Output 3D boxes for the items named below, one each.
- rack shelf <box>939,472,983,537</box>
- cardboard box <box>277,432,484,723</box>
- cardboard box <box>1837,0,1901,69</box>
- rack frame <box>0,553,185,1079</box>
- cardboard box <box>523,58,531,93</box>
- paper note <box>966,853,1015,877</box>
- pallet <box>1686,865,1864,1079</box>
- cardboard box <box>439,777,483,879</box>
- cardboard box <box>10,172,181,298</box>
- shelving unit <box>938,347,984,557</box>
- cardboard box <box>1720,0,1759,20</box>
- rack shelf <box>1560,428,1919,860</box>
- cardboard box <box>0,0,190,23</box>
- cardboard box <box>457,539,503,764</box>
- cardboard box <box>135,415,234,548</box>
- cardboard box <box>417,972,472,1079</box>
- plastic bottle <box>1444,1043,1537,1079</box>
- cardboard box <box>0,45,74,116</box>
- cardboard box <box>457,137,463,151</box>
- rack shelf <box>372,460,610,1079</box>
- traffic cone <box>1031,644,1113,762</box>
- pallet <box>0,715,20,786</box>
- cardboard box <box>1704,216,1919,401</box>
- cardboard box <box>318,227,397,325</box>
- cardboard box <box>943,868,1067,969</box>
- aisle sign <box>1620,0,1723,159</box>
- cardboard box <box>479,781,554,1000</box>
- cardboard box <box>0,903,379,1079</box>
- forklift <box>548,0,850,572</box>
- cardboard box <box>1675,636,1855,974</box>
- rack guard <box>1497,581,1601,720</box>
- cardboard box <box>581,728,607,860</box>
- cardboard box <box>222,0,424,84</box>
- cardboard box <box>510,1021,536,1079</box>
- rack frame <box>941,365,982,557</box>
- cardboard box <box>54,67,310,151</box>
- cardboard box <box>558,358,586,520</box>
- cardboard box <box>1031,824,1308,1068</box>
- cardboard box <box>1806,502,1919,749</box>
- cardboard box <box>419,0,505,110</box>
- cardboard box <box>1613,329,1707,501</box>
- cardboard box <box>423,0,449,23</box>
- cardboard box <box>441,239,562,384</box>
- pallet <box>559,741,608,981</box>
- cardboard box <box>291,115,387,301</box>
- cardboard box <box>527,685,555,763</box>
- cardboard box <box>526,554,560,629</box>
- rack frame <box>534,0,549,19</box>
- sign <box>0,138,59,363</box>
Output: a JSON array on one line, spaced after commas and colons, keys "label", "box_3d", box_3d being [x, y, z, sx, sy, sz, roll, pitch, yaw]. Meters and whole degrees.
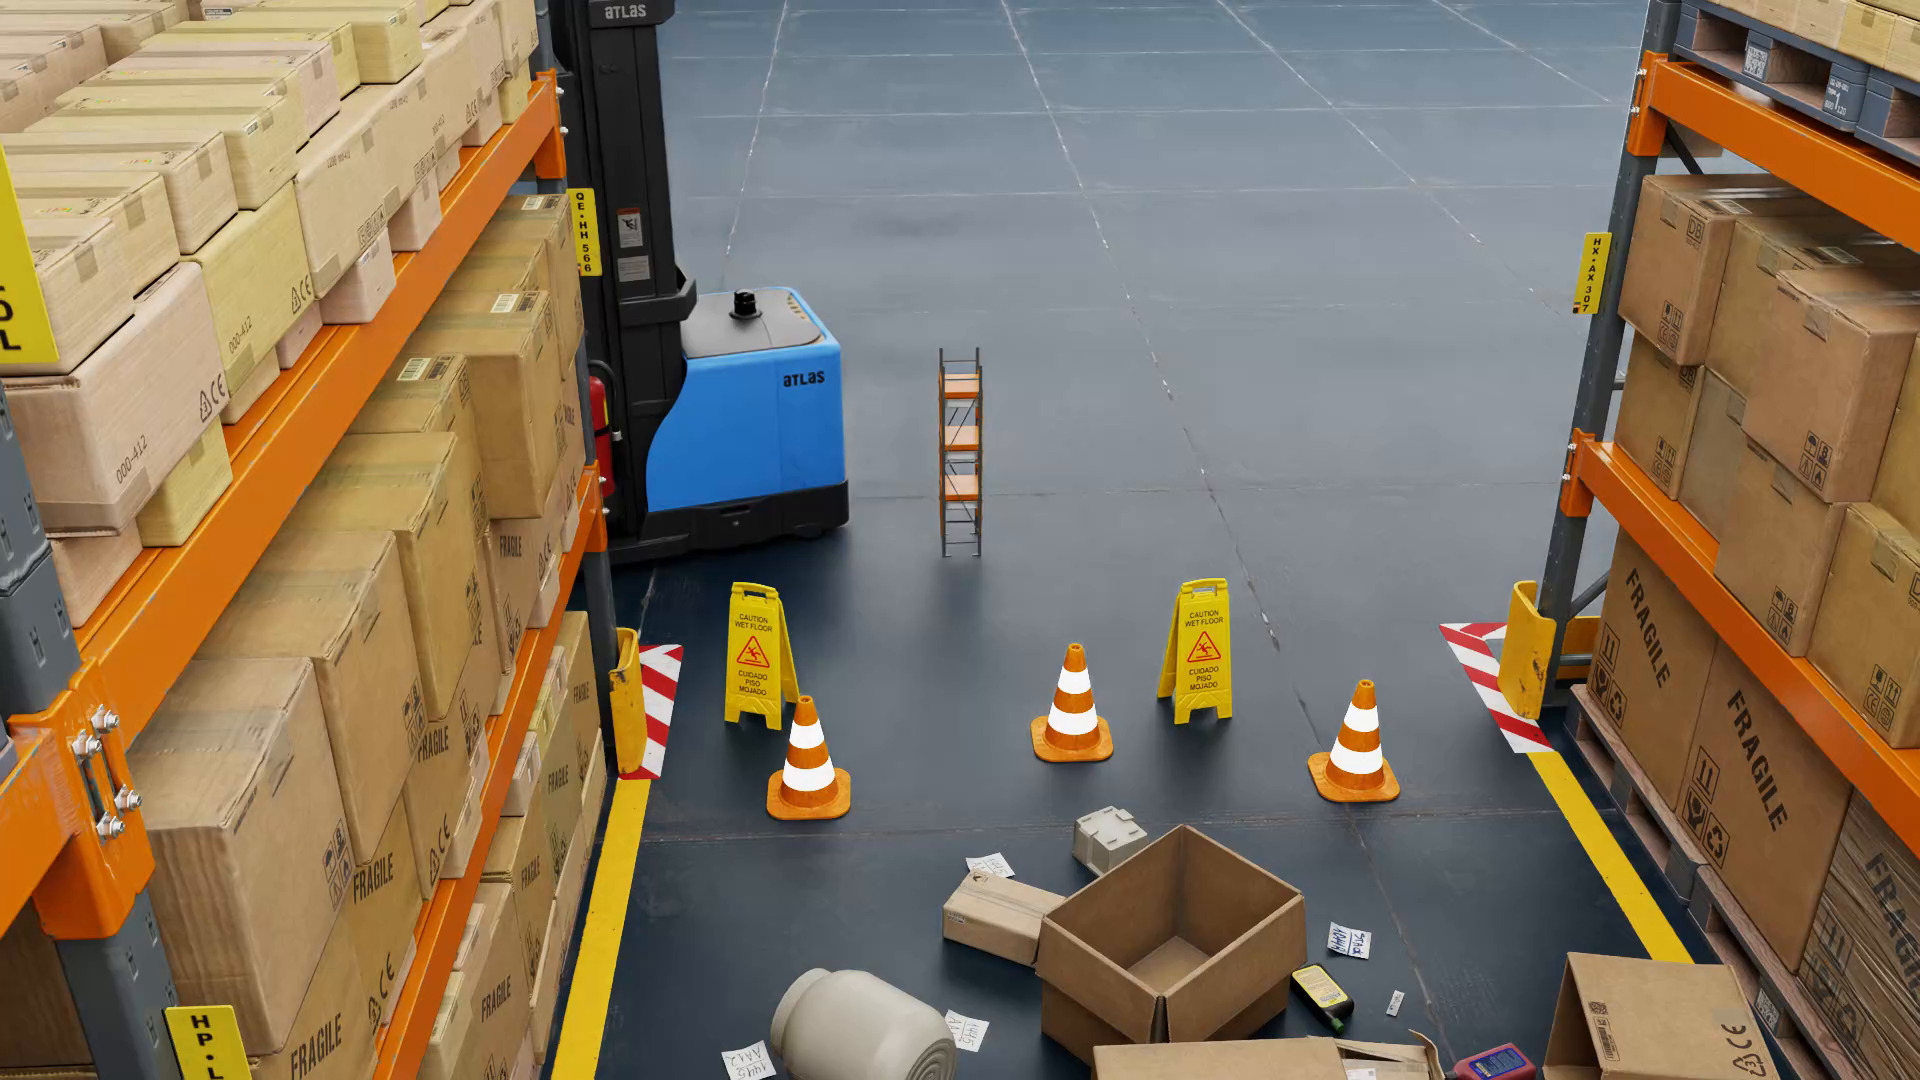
[{"label": "rack shelf", "box_3d": [0.003, -0.185, 8.593, 0.215, 0.259, 0.240, -1, 28, -3]}, {"label": "cardboard box", "box_3d": [-1.526, 0.089, 3.826, 0.700, 0.500, 0.500, -2, 28, -4]}, {"label": "cardboard box", "box_3d": [2.764, -1.445, 4.742, 0.380, 0.149, 0.250, -1, 28, -2]}, {"label": "rack frame", "box_3d": [-1.716, 1.385, 2.850, 1.000, 3.000, 0.127, -1, 28, -3]}, {"label": "cardboard box", "box_3d": [-1.627, -1.522, 5.453, 0.380, 0.149, 0.250, -1, 28, -2]}, {"label": "paper note", "box_3d": [0.113, 1.243, 6.334, 0.148, 0.019, 0.142, -11, 30, -20]}, {"label": "pallet", "box_3d": [3.194, 1.538, 5.573, 1.003, 0.211, 1.213, -1, 28, -3]}, {"label": "cardboard box", "box_3d": [-1.469, 0.753, 4.335, 0.380, 0.149, 0.250, -1, 28, -2]}, {"label": "cardboard box", "box_3d": [-1.449, -0.459, 2.553, 0.380, 0.149, 0.250, -1, 28, -1]}, {"label": "shelving unit", "box_3d": [0.003, -0.441, 8.460, 0.215, 1.050, 0.252, -1, 28, -3]}, {"label": "cardboard box", "box_3d": [2.725, -1.793, 5.411, 0.380, 0.149, 0.250, -1, 28, -2]}, {"label": "rack shelf", "box_3d": [3.118, 0.615, 5.106, 1.077, 0.370, 4.000, -1, 28, -3]}, {"label": "cardboard box", "box_3d": [-2.150, -1.279, 4.125, 0.380, 0.149, 0.250, -1, 28, -1]}, {"label": "cardboard box", "box_3d": [-1.569, 0.303, 4.496, 0.500, 0.500, 0.500, -1, 28, -2]}, {"label": "cardboard box", "box_3d": [-1.442, -0.105, 2.736, 0.380, 0.149, 0.250, -1, 28, -3]}, {"label": "cardboard box", "box_3d": [-1.452, 1.223, 4.169, 0.380, 0.149, 0.250, 0, 28, -1]}, {"label": "plastic bottle", "box_3d": [1.707, 1.725, 5.377, 0.283, 0.061, 0.133, -11, 30, -20]}, {"label": "cardboard box", "box_3d": [-2.085, -0.925, 3.446, 0.380, 0.149, 0.250, -1, 28, -2]}, {"label": "cardboard box", "box_3d": [-1.654, -1.166, 4.770, 0.380, 0.149, 0.250, -1, 28, -2]}, {"label": "rack shelf", "box_3d": [-1.820, 0.781, 4.787, 1.077, 0.370, 4.000, -1, 28, -3]}, {"label": "traffic cone", "box_3d": [0.477, 0.647, 7.010, 0.336, 0.463, 0.334, -1, 28, -3]}, {"label": "pallet", "box_3d": [-1.790, 0.426, 1.648, 1.213, 0.211, 1.003, -1, 28, -3]}, {"label": "cardboard box", "box_3d": [3.115, -0.749, 5.613, 0.875, 0.550, 0.550, -1, 28, -3]}, {"label": "cardboard box", "box_3d": [-1.467, -0.581, 3.647, 0.380, 0.149, 0.250, -2, 28, -4]}, {"label": "cardboard box", "box_3d": [0.161, 1.358, 5.985, 0.380, 0.149, 0.250, 13, 30, 24]}, {"label": "aisle sign", "box_3d": [2.710, -1.806, 6.158, 0.394, 0.787, 0.004, -1, 28, -3]}, {"label": "cardboard box", "box_3d": [-1.572, 1.076, 5.151, 0.500, 0.500, 0.500, -2, 28, -4]}, {"label": "cardboard box", "box_3d": [-1.460, 0.999, 3.161, 0.500, 0.500, 0.500, -1, 28, -3]}, {"label": "forklift", "box_3d": [-2.159, -1.314, 8.100, 3.031, 2.935, 1.130, -9, 29, -17]}, {"label": "cardboard box", "box_3d": [3.163, 0.846, 5.728, 0.875, 0.875, 0.875, -2, 28, -3]}, {"label": "rack guard", "box_3d": [3.012, 0.469, 7.310, 1.175, 0.500, 0.348, -1, 28, -3]}, {"label": "cardboard box", "box_3d": [-1.612, 0.949, 6.206, 0.500, 0.250, 0.500, -2, 28, -3]}, {"label": "cardboard box", "box_3d": [-1.498, -1.178, 3.930, 0.380, 0.149, 0.250, -1, 28, -1]}, {"label": "cardboard box", "box_3d": [-1.546, 1.648, 4.865, 0.500, 0.250, 0.500, -2, 28, -3]}, {"label": "rack frame", "box_3d": [0.009, -0.384, 8.352, 0.200, 1.050, 0.008, -1, 28, -3]}, {"label": "cardboard box", "box_3d": [-1.504, -0.817, 3.238, 0.380, 0.149, 0.250, -2, 28, -4]}, {"label": "cardboard box", "box_3d": [-1.621, -0.394, 5.832, 0.500, 0.500, 0.500, -2, 28, -4]}, {"label": "cardboard box", "box_3d": [0.695, 1.395, 5.531, 0.797, 0.503, 0.637, -23, 35, -37]}, {"label": "cardboard box", "box_3d": [3.101, 0.235, 4.894, 0.875, 0.550, 0.500, -1, 28, -3]}, {"label": "cardboard box", "box_3d": [-1.617, -1.395, 4.777, 0.500, 0.250, 0.500, -2, 28, -3]}, {"label": "cardboard box", "box_3d": [3.078, -0.524, 6.349, 0.875, 0.550, 0.550, -1, 28, -3]}, {"label": "cardboard box", "box_3d": [-1.643, -1.529, 4.604, 0.380, 0.149, 0.250, -1, 28, -2]}, {"label": "cardboard box", "box_3d": [-1.661, -0.617, 5.178, 0.700, 0.500, 0.500, -1, 28, -2]}, {"label": "pallet", "box_3d": [-1.913, 1.186, 6.248, 1.003, 0.211, 1.213, -1, 28, -3]}, {"label": "cardboard box", "box_3d": [-1.515, -0.689, 3.425, 0.500, 0.250, 0.500, -1, 28, -2]}, {"label": "cardboard box", "box_3d": [-1.526, 0.599, 5.365, 0.380, 0.149, 0.250, -1, 28, -2]}, {"label": "cardboard box", "box_3d": [-1.532, 0.168, 5.455, 0.380, 0.149, 0.250, -1, 28, -2]}, {"label": "rack frame", "box_3d": [-1.924, -3.122, 5.004, 1.000, 3.000, 0.127, -1, 28, -3]}, {"label": "sign", "box_3d": [-1.162, -0.363, 1.975, 0.100, 0.325, 0.005, -1, 28, -3]}]
